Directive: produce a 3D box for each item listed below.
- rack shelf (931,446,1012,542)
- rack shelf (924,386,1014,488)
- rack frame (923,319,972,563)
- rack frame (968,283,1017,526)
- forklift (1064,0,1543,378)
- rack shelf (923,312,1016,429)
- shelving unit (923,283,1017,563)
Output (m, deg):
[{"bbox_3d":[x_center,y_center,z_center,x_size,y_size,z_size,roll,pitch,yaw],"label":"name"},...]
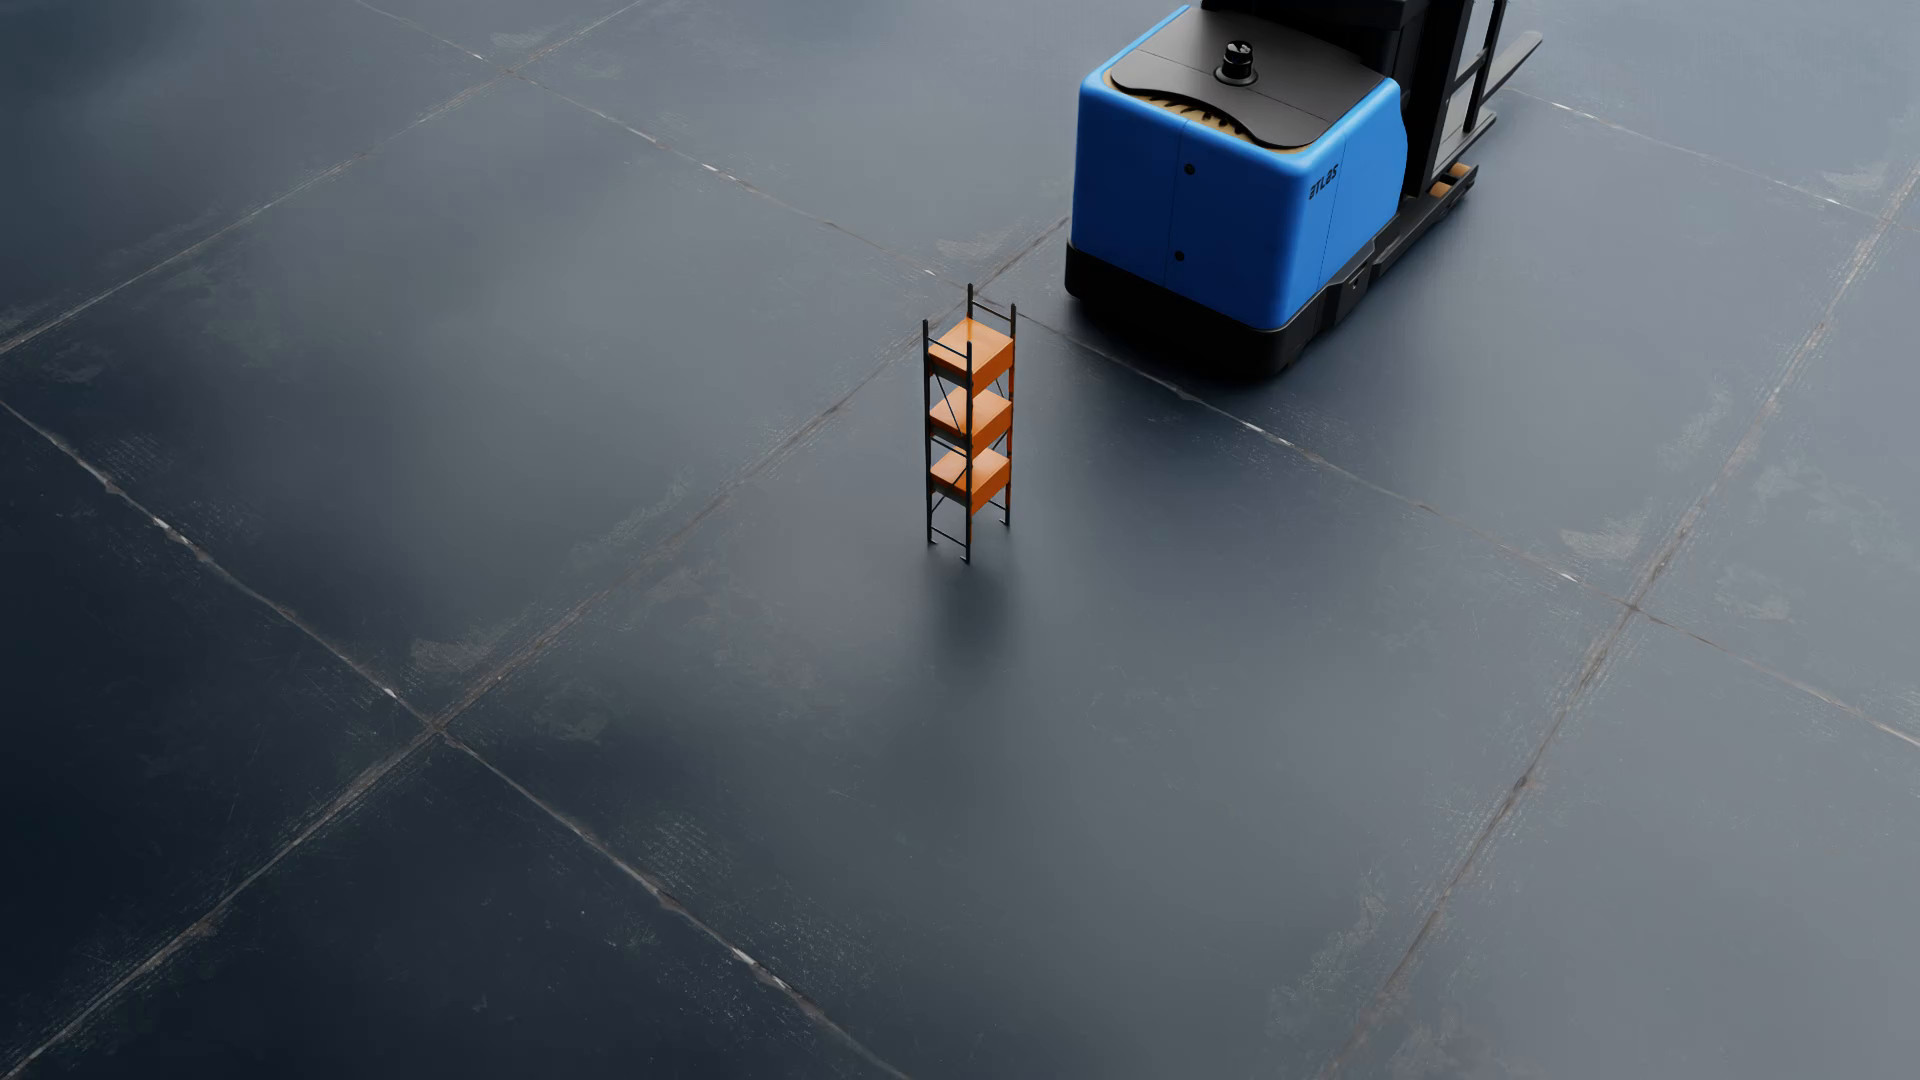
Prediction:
[{"bbox_3d":[0.033,-0.194,6.108,0.215,0.259,0.240,29,53,25],"label":"rack shelf"},{"bbox_3d":[0.033,-0.386,5.907,0.215,0.259,0.240,29,53,25],"label":"rack shelf"},{"bbox_3d":[-0.042,-0.323,5.833,0.200,1.050,0.008,29,53,25],"label":"rack frame"},{"bbox_3d":[0.107,-0.463,5.966,0.200,1.050,0.008,29,53,25],"label":"rack frame"},{"bbox_3d":[1.750,-2.689,6.792,1.130,2.935,3.031,29,53,25],"label":"forklift"},{"bbox_3d":[0.033,-0.582,5.702,0.215,0.259,0.240,29,53,25],"label":"rack shelf"},{"bbox_3d":[0.033,-0.393,5.900,0.215,1.050,0.252,29,53,25],"label":"shelving unit"}]
